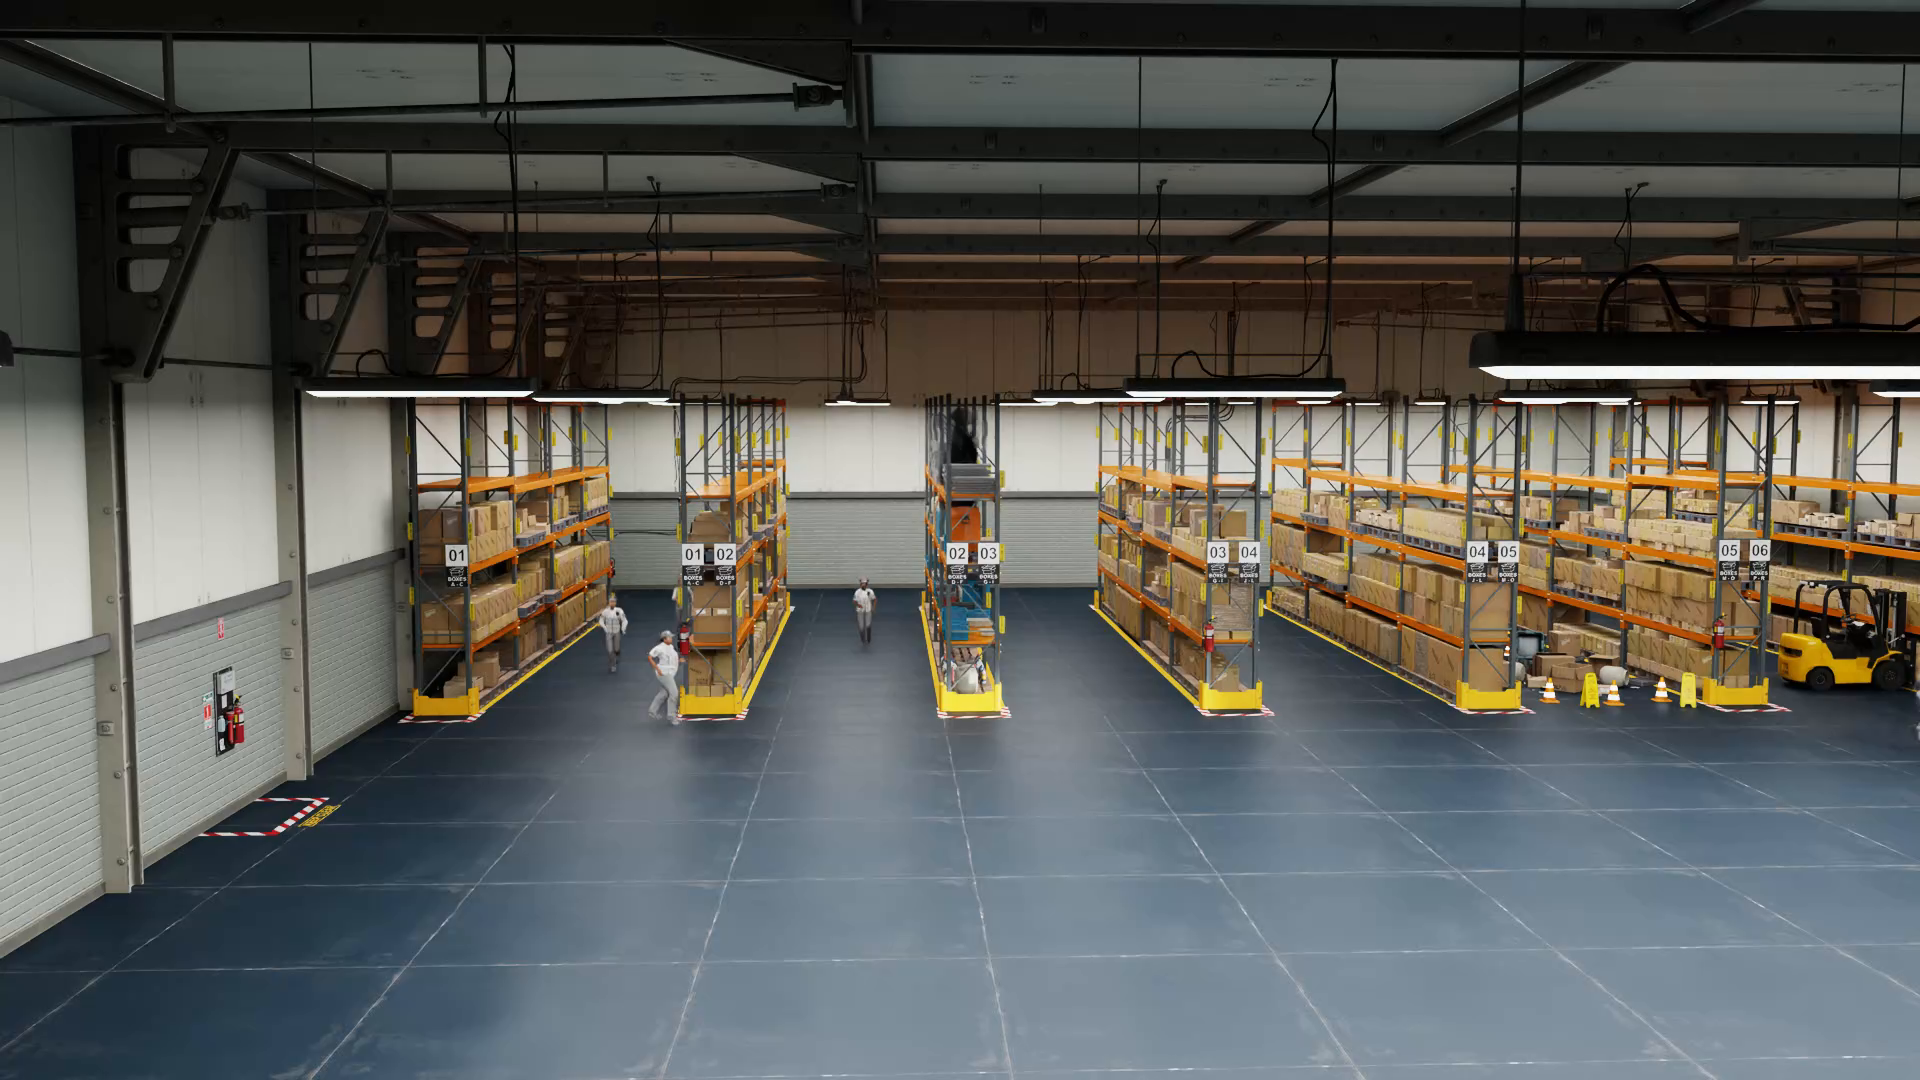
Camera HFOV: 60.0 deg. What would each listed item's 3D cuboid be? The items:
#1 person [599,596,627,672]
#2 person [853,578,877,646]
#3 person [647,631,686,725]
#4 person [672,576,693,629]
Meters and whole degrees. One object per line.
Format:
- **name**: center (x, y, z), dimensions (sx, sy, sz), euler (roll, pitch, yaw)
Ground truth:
- **person**: center (-7.589, 2.035, 36.374), dimensions (0.616, 1.659, 0.548), euler (-1, 5, -8)
- **person**: center (-2.289, 1.736, 40.001), dimensions (0.562, 1.656, 0.562), euler (0, 5, -1)
- **person**: center (-5.371, 2.511, 30.315), dimensions (0.762, 1.731, 0.586), euler (1, 5, 12)
- **person**: center (-6.815, 1.696, 40.858), dimensions (0.508, 1.604, 0.667), euler (0, 5, 2)
